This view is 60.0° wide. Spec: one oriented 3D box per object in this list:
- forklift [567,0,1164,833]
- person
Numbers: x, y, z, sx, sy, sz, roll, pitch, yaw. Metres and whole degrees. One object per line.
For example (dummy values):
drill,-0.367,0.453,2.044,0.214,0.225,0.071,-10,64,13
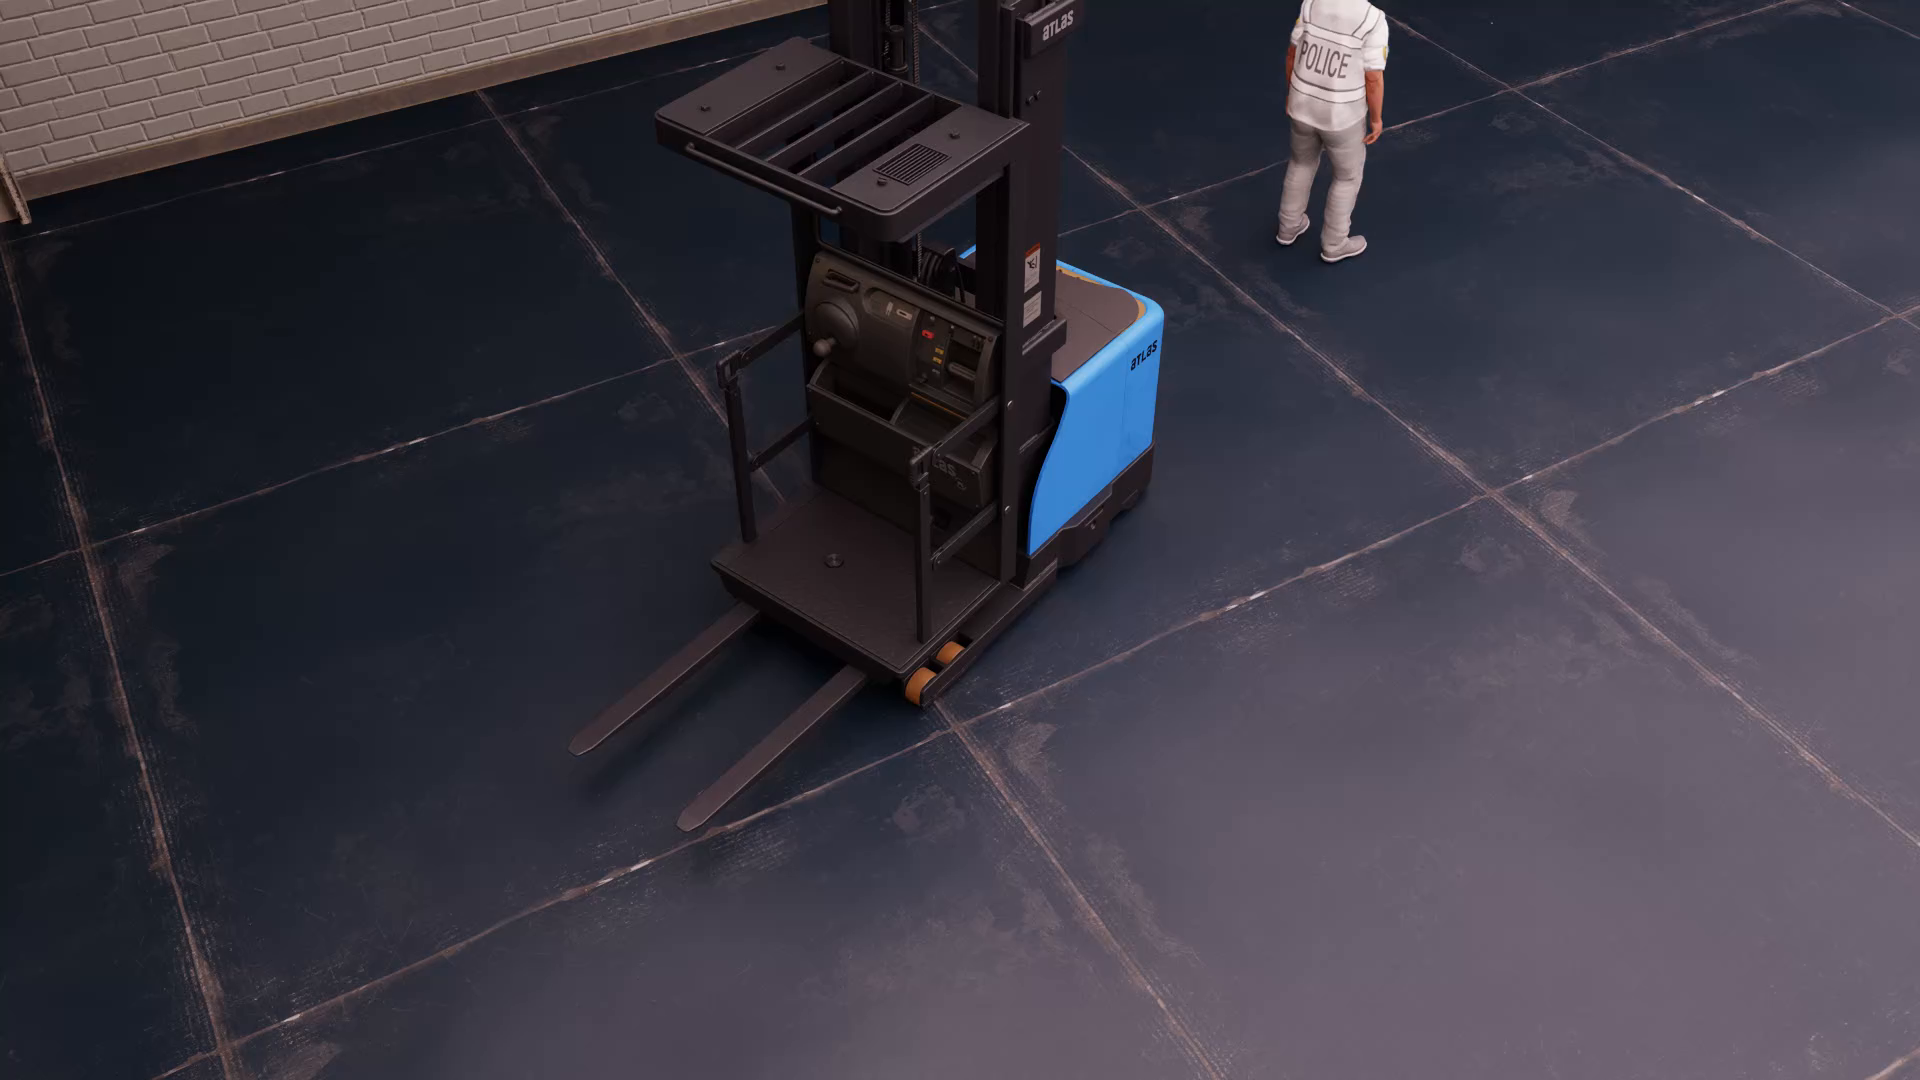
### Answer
forklift,-0.375,-0.749,6.505,1.130,2.935,3.031,28,50,27
person,2.032,-2.367,9.118,0.587,1.748,0.433,30,50,28
